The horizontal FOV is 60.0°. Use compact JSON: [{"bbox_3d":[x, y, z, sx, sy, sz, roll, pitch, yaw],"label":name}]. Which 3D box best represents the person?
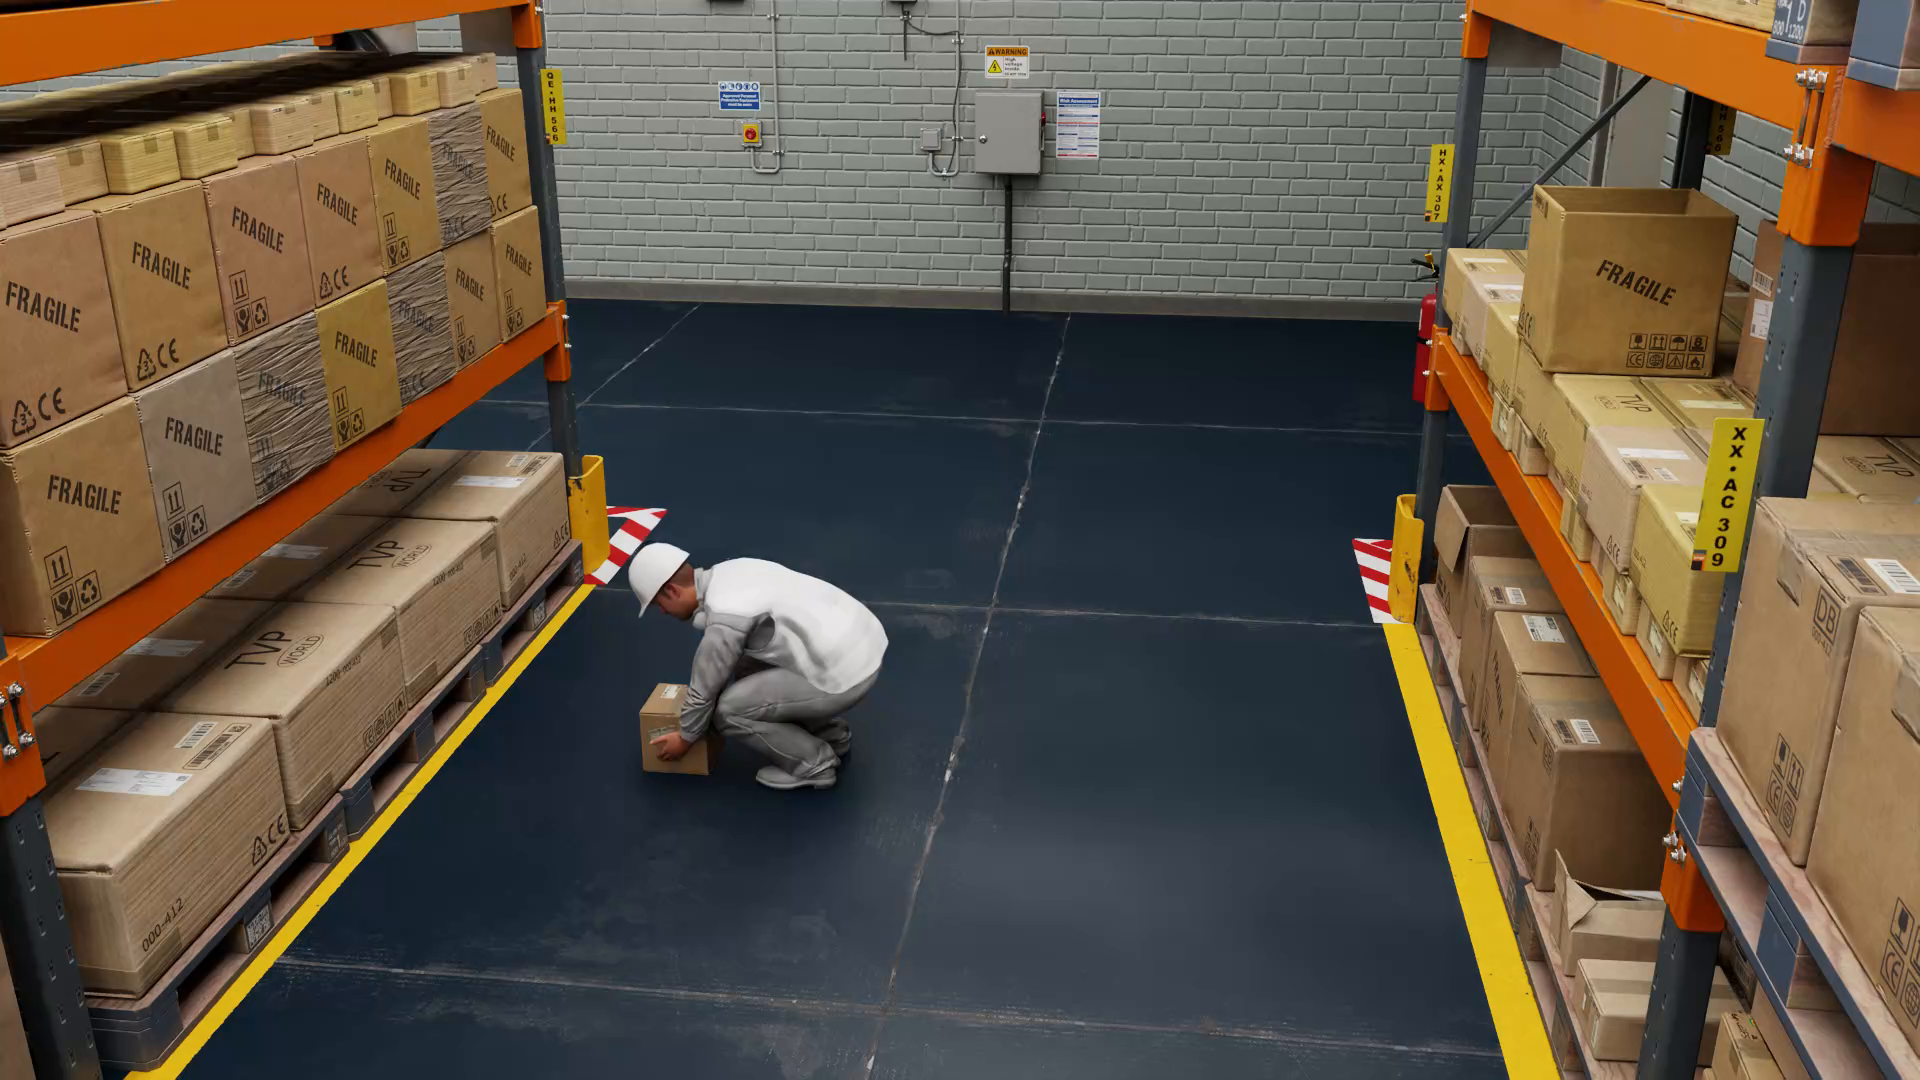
[{"bbox_3d":[-0.734,0.436,6.134,0.916,0.903,0.533,2,21,6],"label":"person"}]
